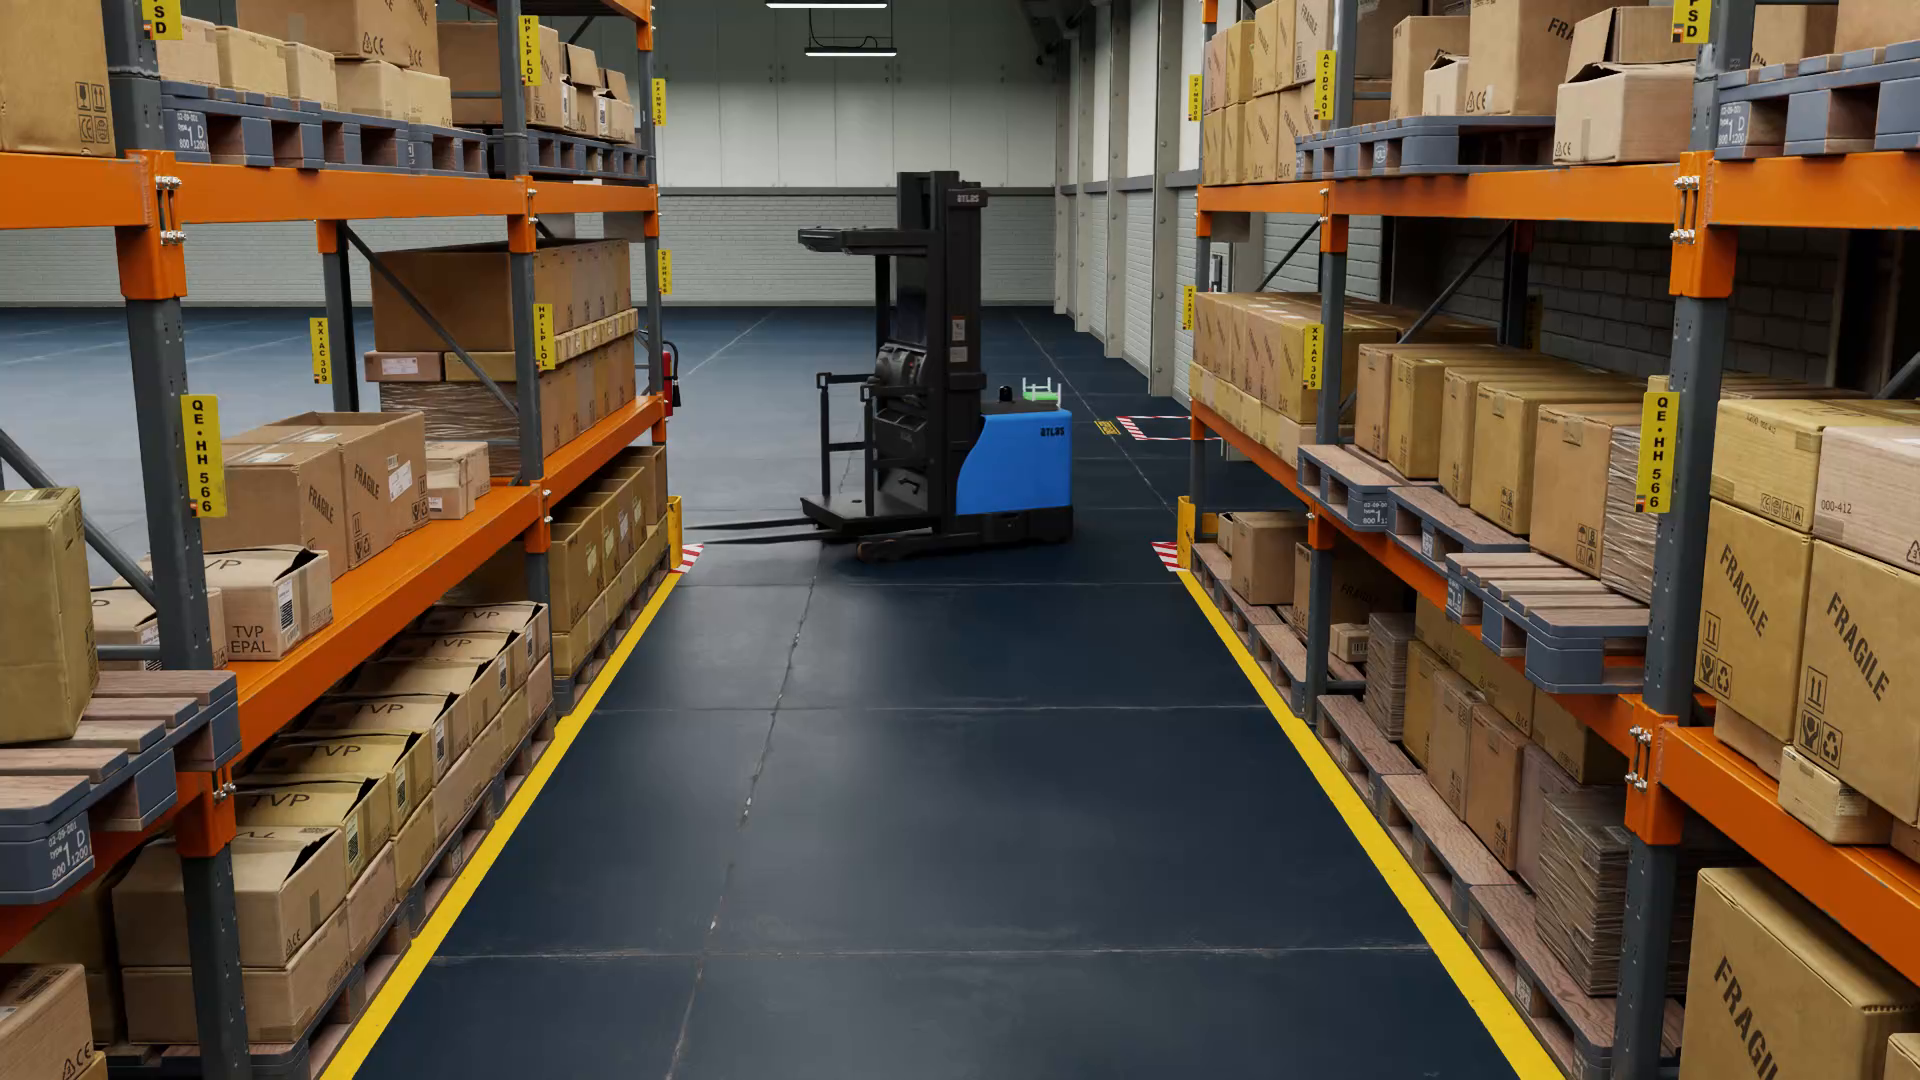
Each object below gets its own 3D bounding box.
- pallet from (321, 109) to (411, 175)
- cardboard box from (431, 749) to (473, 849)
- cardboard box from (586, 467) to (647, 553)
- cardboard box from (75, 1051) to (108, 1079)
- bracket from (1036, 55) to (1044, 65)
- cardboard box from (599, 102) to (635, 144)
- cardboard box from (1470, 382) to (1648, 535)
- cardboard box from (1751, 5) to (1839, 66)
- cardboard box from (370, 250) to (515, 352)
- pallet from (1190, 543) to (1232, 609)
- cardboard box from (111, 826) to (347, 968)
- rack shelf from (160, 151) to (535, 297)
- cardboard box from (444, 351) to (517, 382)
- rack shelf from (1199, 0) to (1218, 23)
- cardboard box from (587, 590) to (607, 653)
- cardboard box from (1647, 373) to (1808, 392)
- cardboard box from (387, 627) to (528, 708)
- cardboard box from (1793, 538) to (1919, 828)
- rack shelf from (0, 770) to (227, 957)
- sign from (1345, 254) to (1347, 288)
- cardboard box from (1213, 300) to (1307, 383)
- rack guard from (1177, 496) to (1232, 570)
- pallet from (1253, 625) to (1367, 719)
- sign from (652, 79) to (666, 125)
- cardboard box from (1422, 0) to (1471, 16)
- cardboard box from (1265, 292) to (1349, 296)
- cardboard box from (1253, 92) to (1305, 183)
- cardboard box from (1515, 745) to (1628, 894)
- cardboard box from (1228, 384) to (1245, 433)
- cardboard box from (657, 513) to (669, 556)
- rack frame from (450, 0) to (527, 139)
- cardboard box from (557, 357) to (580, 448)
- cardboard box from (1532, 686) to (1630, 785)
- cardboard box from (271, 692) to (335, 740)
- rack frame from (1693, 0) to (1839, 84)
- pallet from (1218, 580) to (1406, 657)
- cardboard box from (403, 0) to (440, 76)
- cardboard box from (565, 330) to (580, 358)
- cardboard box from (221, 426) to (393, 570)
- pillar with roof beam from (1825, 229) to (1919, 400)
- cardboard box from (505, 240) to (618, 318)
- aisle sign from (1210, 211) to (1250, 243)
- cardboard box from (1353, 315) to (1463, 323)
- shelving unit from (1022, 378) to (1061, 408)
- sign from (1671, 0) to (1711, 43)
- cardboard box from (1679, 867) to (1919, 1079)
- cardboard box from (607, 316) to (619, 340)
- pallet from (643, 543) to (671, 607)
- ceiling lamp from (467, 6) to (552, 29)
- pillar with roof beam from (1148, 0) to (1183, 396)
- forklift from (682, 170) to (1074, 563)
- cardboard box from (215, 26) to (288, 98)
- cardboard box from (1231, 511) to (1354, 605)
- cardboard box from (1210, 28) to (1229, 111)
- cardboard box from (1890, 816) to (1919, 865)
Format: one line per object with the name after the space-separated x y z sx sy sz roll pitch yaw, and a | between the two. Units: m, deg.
-2.670 -1.422 5.955 1.003 0.211 1.213 0 11 1 | pallet
-2.296 1.044 6.730 0.500 0.250 0.500 0 11 0 | cardboard box
-2.362 -0.200 10.972 0.500 0.500 0.500 0 11 -1 | cardboard box
-2.287 1.507 3.769 0.500 0.500 0.500 0 11 1 | cardboard box
2.093 -12.383 42.912 0.235 0.232 0.430 0 11 -1 | bracket
-2.419 -2.721 10.852 0.500 0.250 0.500 0 11 -1 | cardboard box
2.344 -0.314 6.206 0.700 0.500 0.500 0 11 -1 | cardboard box
2.627 -1.382 4.979 0.500 0.500 0.500 0 11 -1 | cardboard box
-2.639 -1.256 8.690 0.700 0.500 0.500 0 11 -1 | cardboard box
2.230 0.244 11.824 1.003 0.211 1.213 0 11 -1 | pallet
-2.258 1.074 5.170 0.500 0.311 0.500 0 11 1 | cardboard box
-2.582 -1.203 6.208 1.077 0.370 4.000 0 11 -1 | rack shelf
-2.435 -0.904 8.587 0.380 0.149 0.250 0 11 -1 | cardboard box
2.288 -3.487 9.934 1.077 0.370 4.000 0 11 -1 | rack shelf
-2.335 0.466 9.577 0.500 0.250 0.500 0 11 -1 | cardboard box
2.353 -0.424 5.114 0.380 0.149 0.250 -2 12 -11 | cardboard box
-2.311 0.567 7.670 0.500 0.311 0.500 0 11 0 | cardboard box
2.167 0.288 3.543 0.500 0.500 0.500 0 11 1 | cardboard box
-2.499 1.062 2.587 1.077 0.370 4.000 0 11 -1 | rack shelf
2.802 -2.020 12.263 0.100 0.325 0.005 0 11 -1 | sign
1.961 -1.306 10.892 0.500 0.500 0.500 -1 11 -3 | cardboard box
2.248 -0.059 12.592 1.175 0.500 0.348 0 11 -1 | rack guard
2.280 0.729 9.433 1.003 0.211 1.213 0 11 -1 | pallet
-2.163 -3.143 11.933 0.100 0.325 0.005 0 11 -1 | sign
2.605 -2.621 8.575 0.500 0.500 0.500 0 11 0 | cardboard box
2.469 -1.510 11.899 0.500 0.500 0.500 0 11 -2 | cardboard box
2.025 -2.343 9.716 0.500 0.500 0.500 -1 11 -3 | cardboard box
2.450 1.055 5.996 0.700 0.500 0.500 0 11 -1 | cardboard box
1.977 -0.832 10.443 0.500 0.250 0.500 0 11 -1 | cardboard box
-2.400 -0.031 12.026 0.500 0.250 0.500 0 11 -1 | cardboard box
-2.623 -3.423 7.798 1.000 3.000 0.127 0 11 -1 | rack frame
-2.663 -0.825 9.828 0.700 0.500 0.500 0 11 0 | cardboard box
2.396 0.677 5.974 0.500 0.250 0.500 0 11 0 | cardboard box
-2.831 0.773 6.654 0.500 0.311 0.500 0 11 0 | cardboard box
2.412 -2.649 3.983 1.000 3.000 0.127 0 11 -1 | rack frame
2.252 0.486 10.632 1.003 0.211 1.213 0 11 -1 | pallet
-2.650 -2.330 7.390 0.500 0.500 0.500 0 11 0 | cardboard box
-2.466 -1.160 9.850 0.380 0.149 0.250 -1 11 -3 | cardboard box
-2.603 -0.175 6.625 0.500 0.500 0.500 0 11 -1 | cardboard box
-1.054 -2.893 5.187 9.100 9.000 0.400 0 11 -1 | pillar with roof beam
-2.692 -1.755 11.150 0.700 0.500 0.500 -1 11 -3 | cardboard box
1.945 -2.586 12.224 0.394 0.787 0.004 0 11 -1 | aisle sign
2.521 -1.005 9.409 0.500 0.500 0.500 0 11 -1 | cardboard box
0.699 -0.777 14.369 0.258 1.200 0.503 -1 12 -7 | shelving unit
1.869 -1.430 4.221 0.100 0.325 0.005 0 11 -1 | sign
2.296 1.286 4.028 0.750 0.750 0.750 0 11 -2 | cardboard box
-2.492 -1.417 11.115 0.380 0.149 0.250 0 11 0 | cardboard box
-2.648 0.240 11.843 1.003 0.211 1.213 0 11 -1 | pallet
-9.712 -12.109 35.932 2.000 3.185 0.800 0 11 -1 | ceiling lamp
-1.426 -6.471 22.824 9.100 9.000 0.400 0 11 -1 | pillar with roof beam
-0.647 -1.381 12.994 3.031 2.935 1.130 -5 13 -24 | forklift
-2.636 -1.598 5.668 0.500 0.250 0.500 0 11 -2 | cardboard box
2.148 0.108 10.665 0.700 0.500 0.500 -1 12 -5 | cardboard box
1.971 -3.140 11.133 0.500 0.500 0.500 0 11 -2 | cardboard box
2.233 0.624 3.522 0.380 0.149 0.250 0 11 -2 | cardboard box
